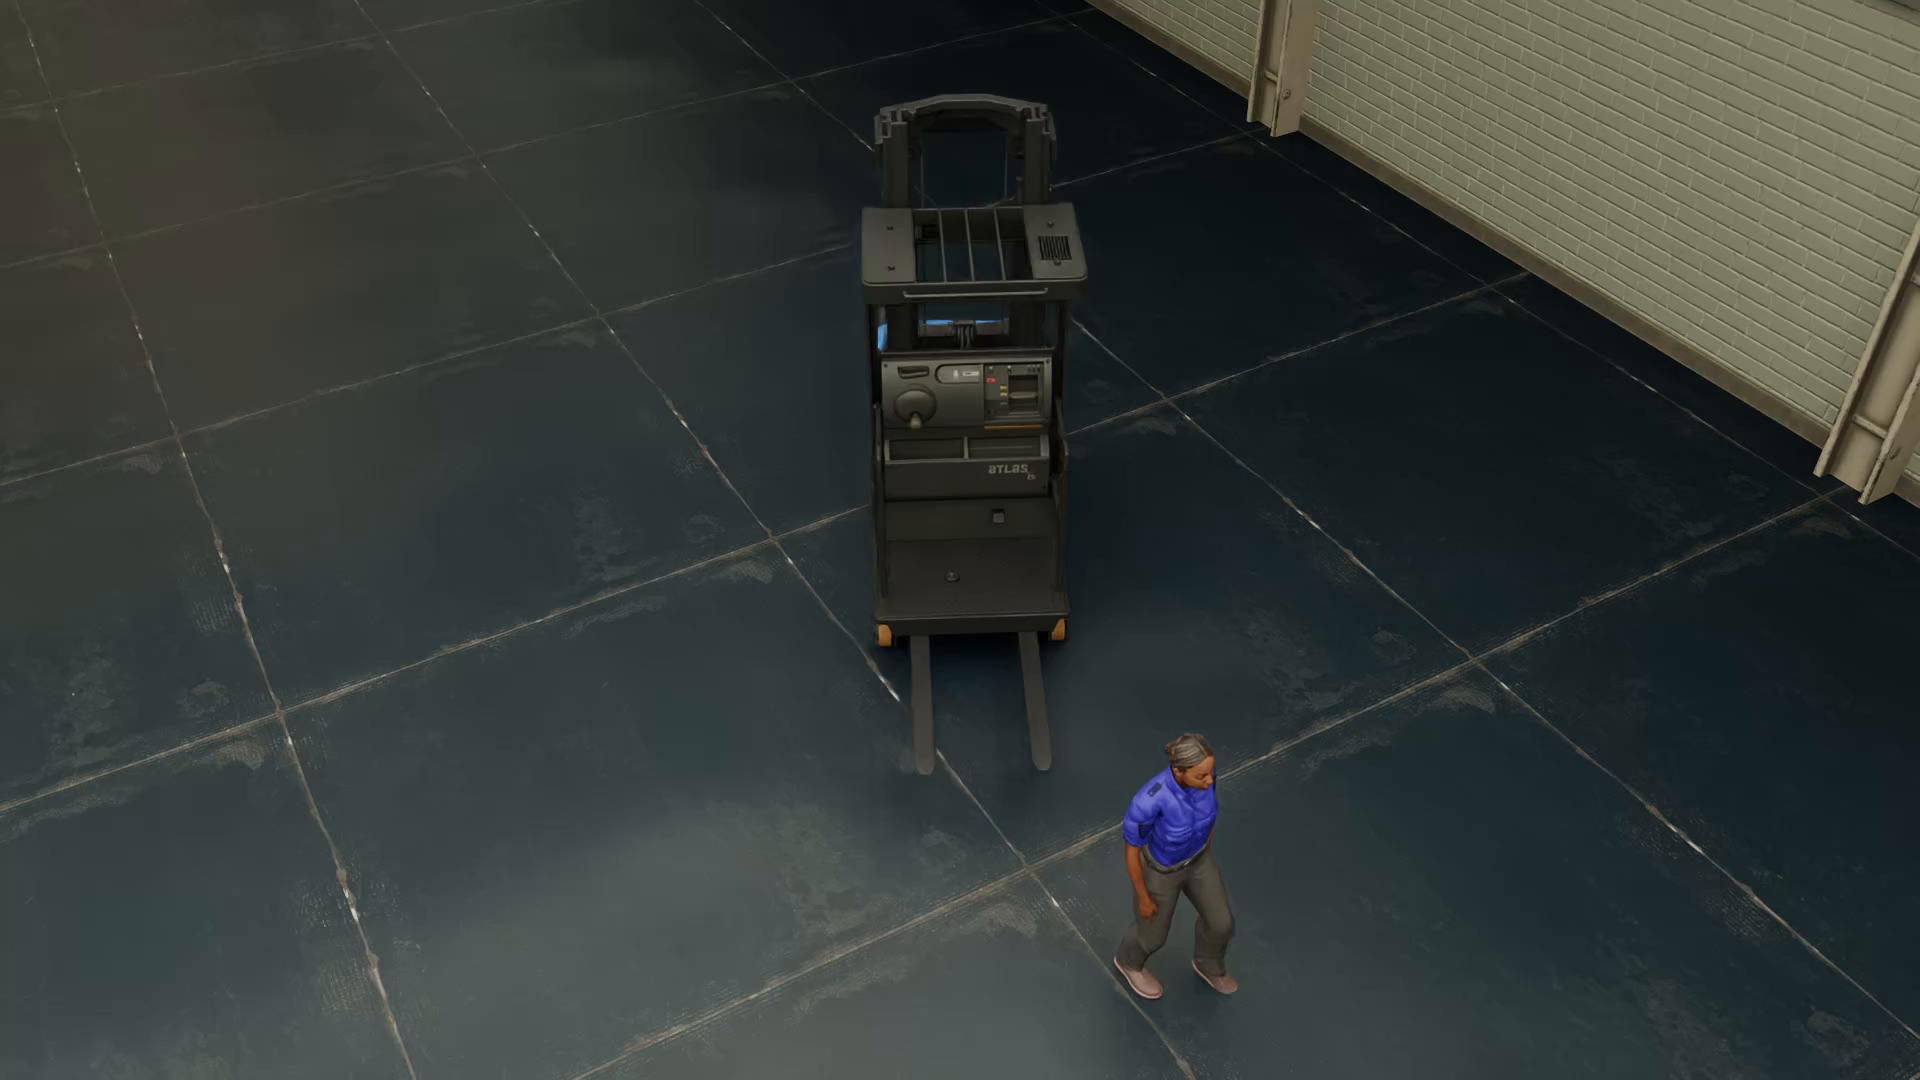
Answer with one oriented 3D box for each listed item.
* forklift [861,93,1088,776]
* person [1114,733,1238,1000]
[{"bbox_3d":[0.052,-0.728,8.914,1.130,2.935,3.031,-2,40,-2],"label":"forklift"},{"bbox_3d":[0.978,1.483,7.314,0.559,1.704,0.513,-25,46,-27],"label":"person"}]
